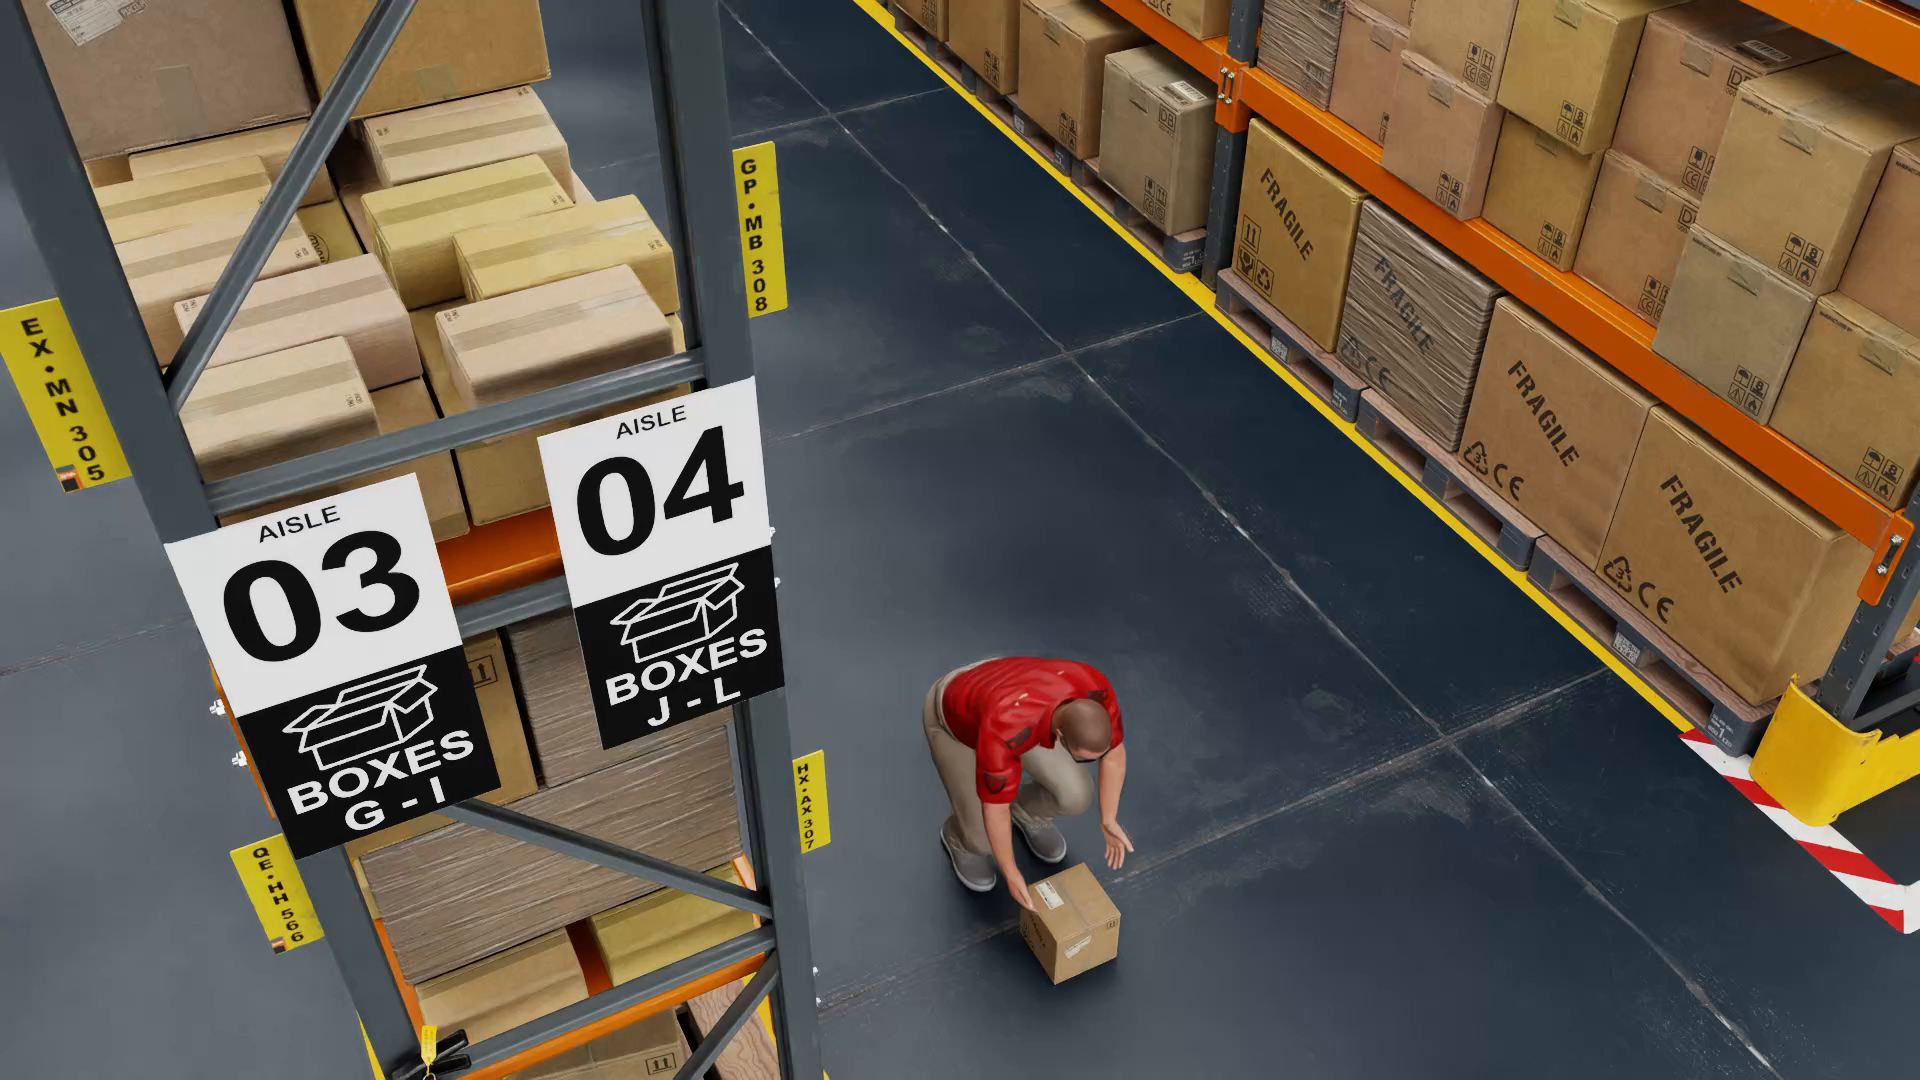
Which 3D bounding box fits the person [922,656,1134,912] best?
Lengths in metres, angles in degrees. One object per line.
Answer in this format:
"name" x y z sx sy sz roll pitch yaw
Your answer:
"person" 0.230 0.764 5.765 0.574 1.114 0.830 -19 44 -20
